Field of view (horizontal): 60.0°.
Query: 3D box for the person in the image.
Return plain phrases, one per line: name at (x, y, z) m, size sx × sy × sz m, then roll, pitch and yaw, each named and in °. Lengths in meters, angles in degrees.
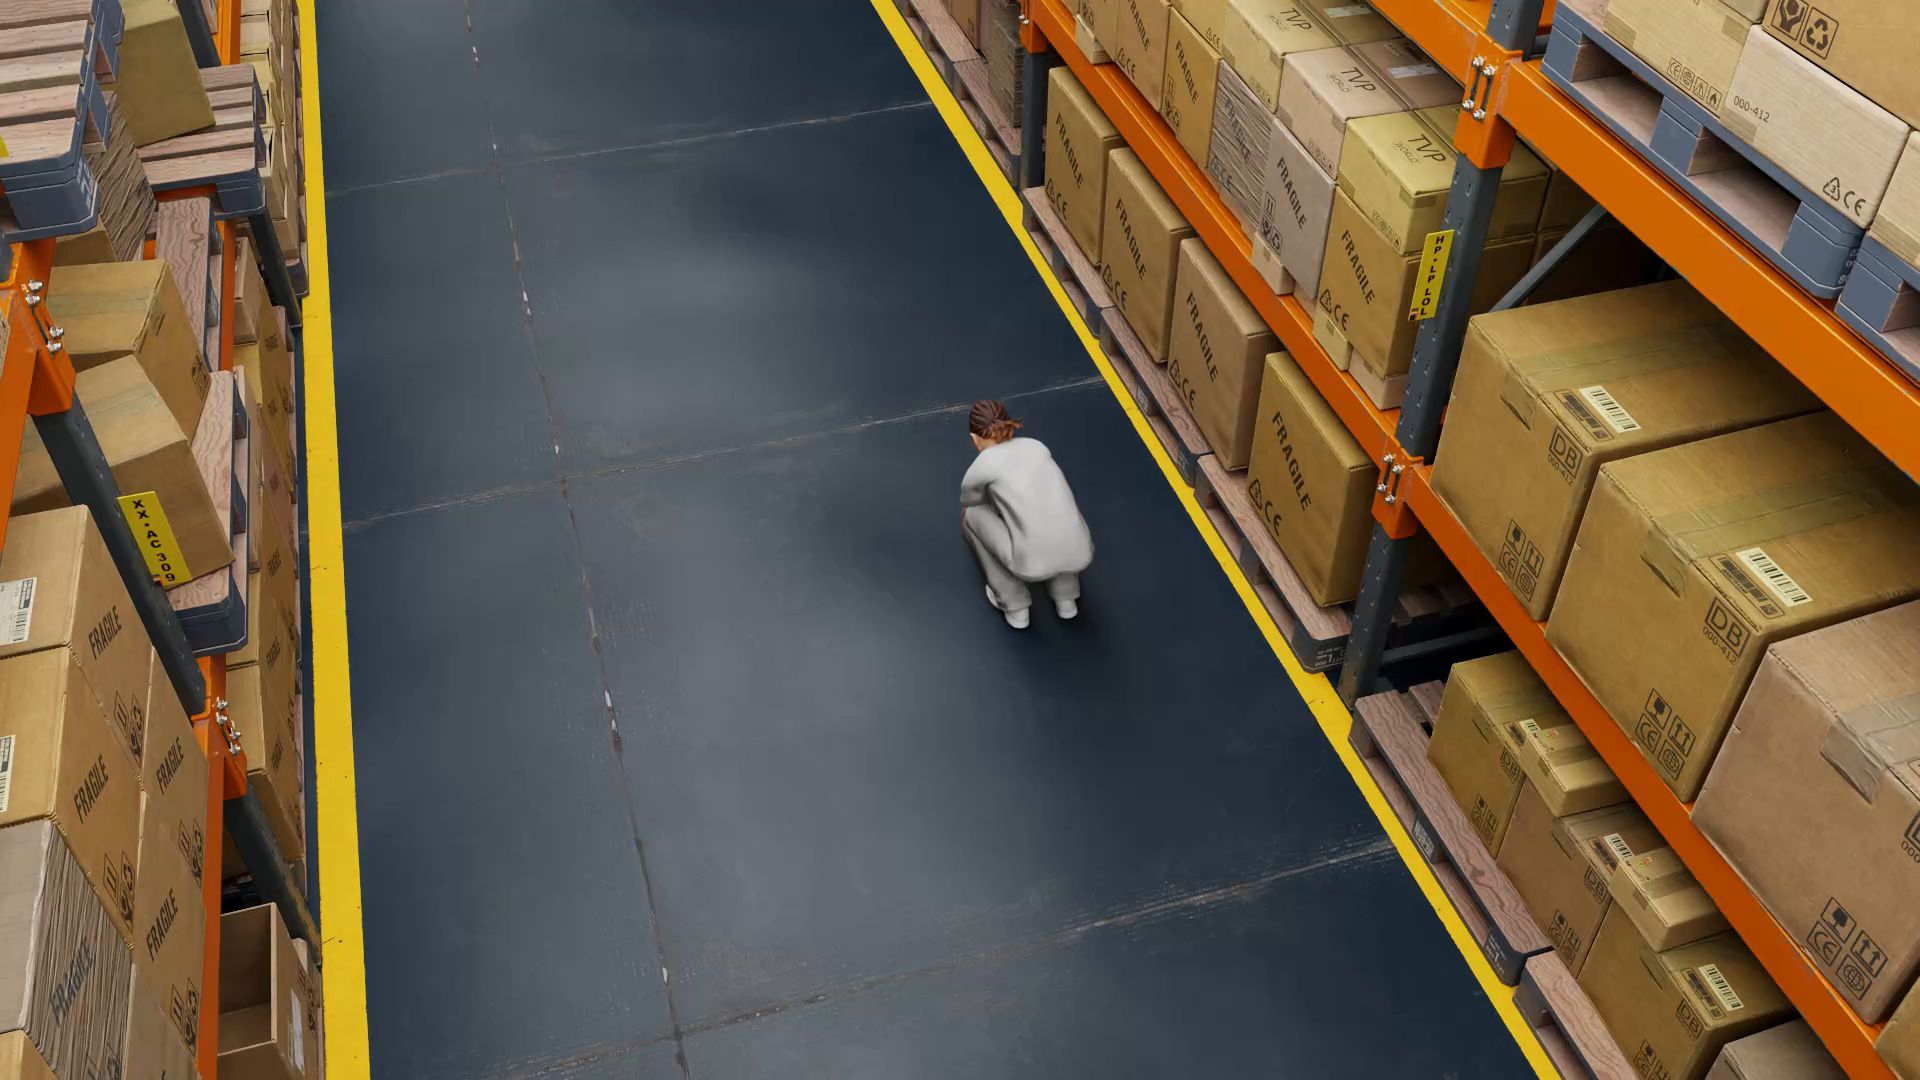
person at (0.261, -0.082, 7.000) m, size 0.470 × 0.801 × 0.837 m, roll -13°, pitch 44°, yaw -13°
